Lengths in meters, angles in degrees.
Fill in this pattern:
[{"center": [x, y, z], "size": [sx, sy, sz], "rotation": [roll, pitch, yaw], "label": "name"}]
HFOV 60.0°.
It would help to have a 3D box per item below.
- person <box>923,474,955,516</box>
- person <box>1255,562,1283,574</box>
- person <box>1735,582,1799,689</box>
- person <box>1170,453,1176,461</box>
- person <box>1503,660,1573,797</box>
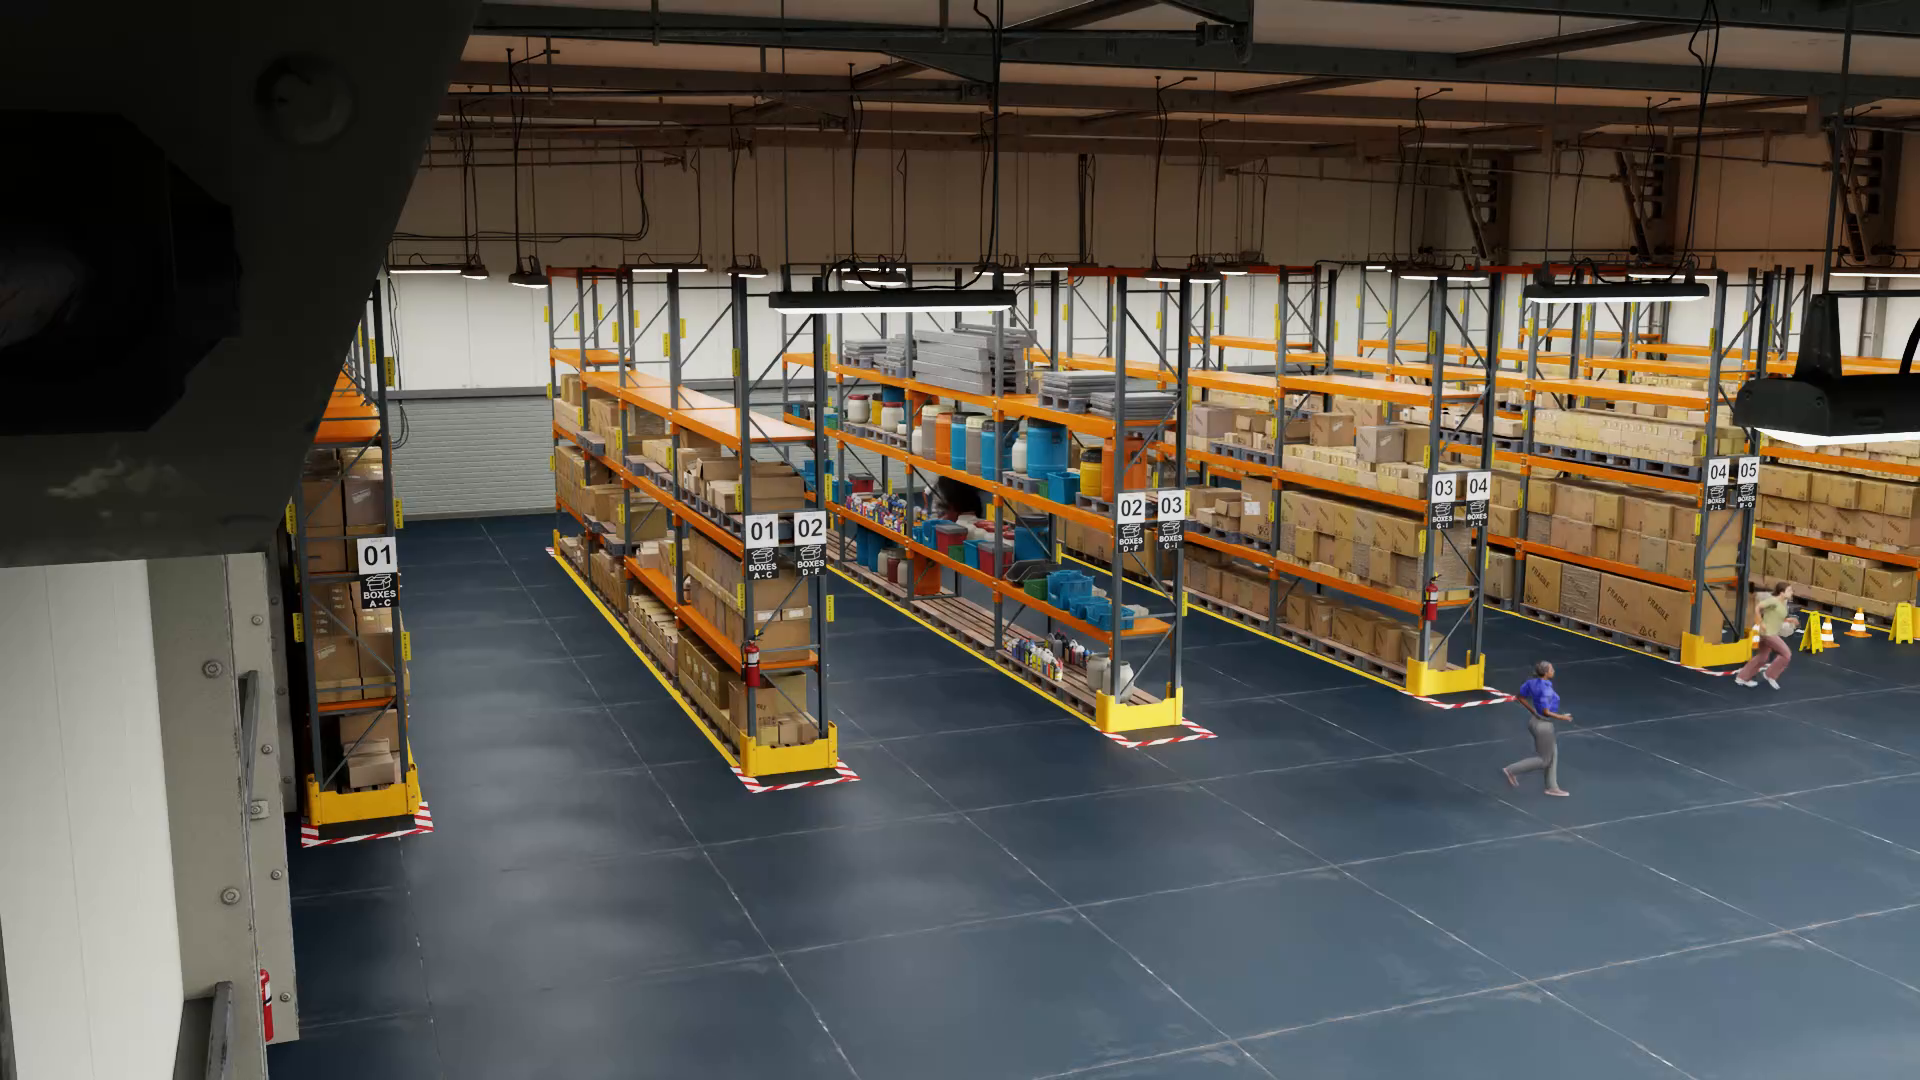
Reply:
[{"center": [-0.368, -0.559, 34.706], "size": [0.676, 1.820, 0.875], "rotation": [-5, 11, -29], "label": "person"}, {"center": [6.136, -0.222, 33.020], "size": [0.543, 1.711, 0.836], "rotation": [-4, 11, -24], "label": "person"}, {"center": [11.761, 1.377, 24.194], "size": [0.772, 1.600, 0.601], "rotation": [7, 12, 36], "label": "person"}, {"center": [4.871, -1.146, 38.123], "size": [0.677, 1.849, 0.700], "rotation": [-3, 10, -17], "label": "person"}, {"center": [6.731, 2.202, 19.361], "size": [0.828, 1.647, 0.581], "rotation": [0, 10, -2], "label": "person"}]
